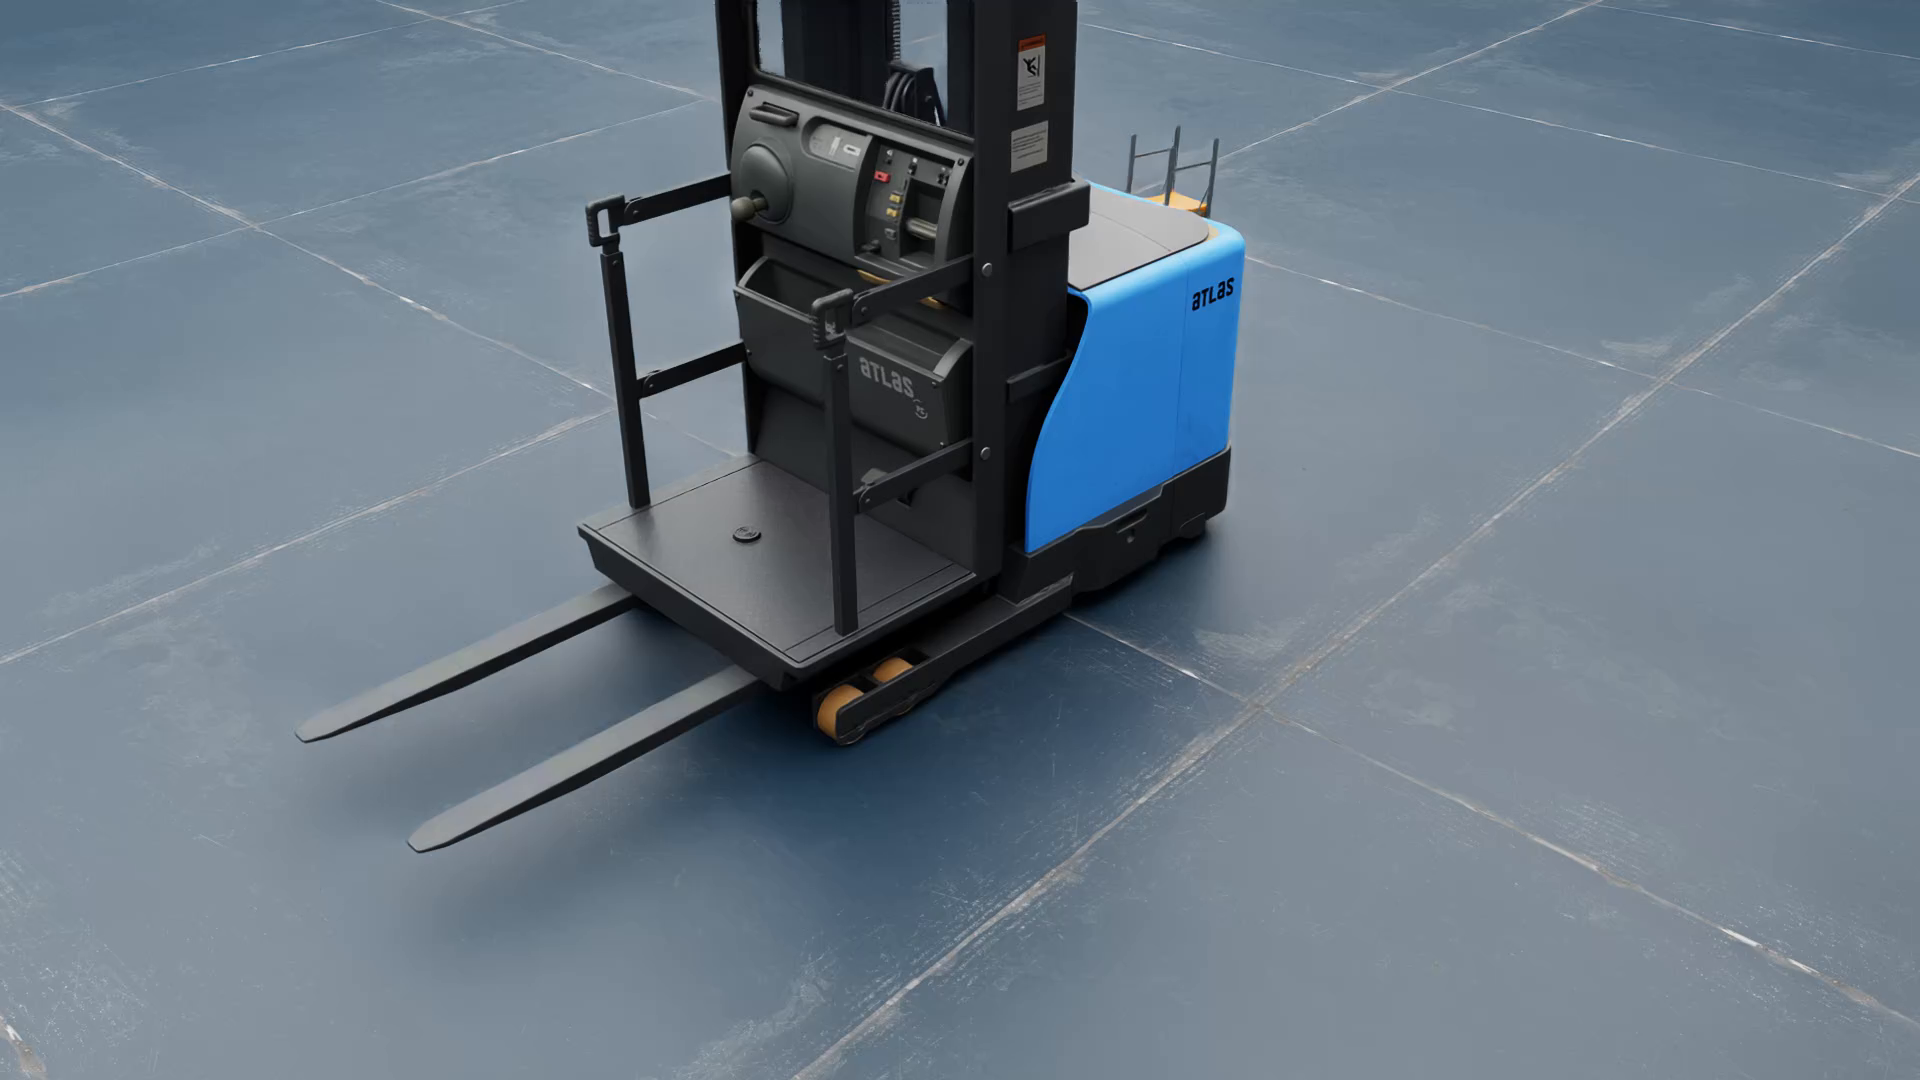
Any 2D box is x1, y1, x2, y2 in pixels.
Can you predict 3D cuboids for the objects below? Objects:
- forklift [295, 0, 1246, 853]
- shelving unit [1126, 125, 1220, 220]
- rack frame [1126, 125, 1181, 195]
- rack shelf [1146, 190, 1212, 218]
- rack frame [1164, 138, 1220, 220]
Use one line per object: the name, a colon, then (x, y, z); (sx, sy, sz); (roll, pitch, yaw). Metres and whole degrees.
forklift: (-0.473, -0.972, 4.523); (3.031, 2.935, 1.130); (-27, 40, -37)
shelving unit: (0.714, -0.864, 6.008); (0.258, 1.200, 0.189); (-20, 37, -35)
rack frame: (0.656, -0.901, 6.068); (0.240, 1.200, 0.006); (-20, 37, -35)
rack shelf: (0.728, -1.139, 5.854); (0.258, 0.103, 0.180); (-20, 37, -35)
rack frame: (0.773, -0.827, 5.948); (0.240, 1.200, 0.006); (-20, 37, -35)
